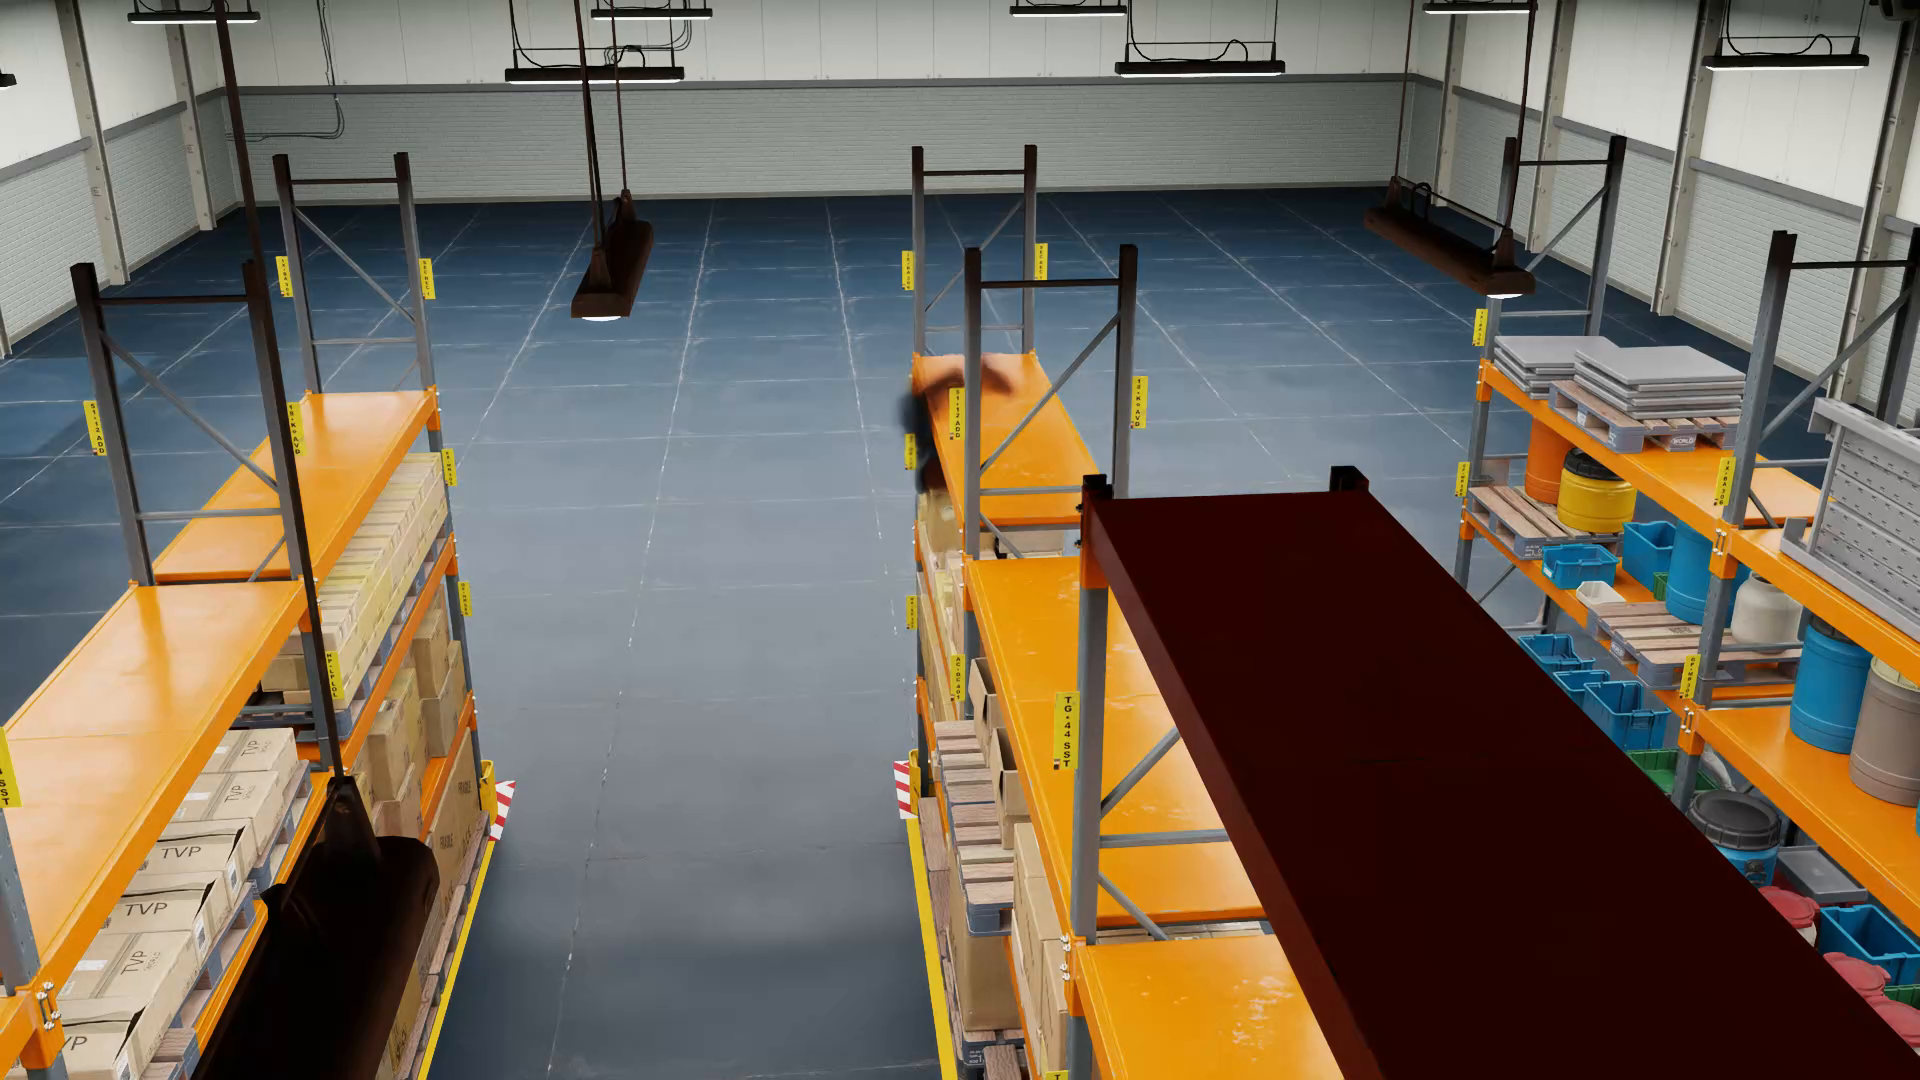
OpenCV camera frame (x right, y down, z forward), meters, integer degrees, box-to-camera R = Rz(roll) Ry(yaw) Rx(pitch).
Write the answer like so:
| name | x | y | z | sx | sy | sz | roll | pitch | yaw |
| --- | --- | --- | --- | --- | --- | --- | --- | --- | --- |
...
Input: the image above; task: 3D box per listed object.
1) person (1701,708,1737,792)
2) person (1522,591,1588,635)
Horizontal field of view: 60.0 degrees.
| name | x | y | z | sx | sy | sz | roll | pitch | yaw |
| --- | --- | --- | --- | --- | --- | --- | --- | --- | --- |
| person | 6.845 | 1.629 | 15.289 | 0.641 | 1.719 | 0.865 | -10 | 24 | -24 |
| person | 6.831 | 0.289 | 18.589 | 0.875 | 1.750 | 0.646 | 11 | 24 | 25 |
